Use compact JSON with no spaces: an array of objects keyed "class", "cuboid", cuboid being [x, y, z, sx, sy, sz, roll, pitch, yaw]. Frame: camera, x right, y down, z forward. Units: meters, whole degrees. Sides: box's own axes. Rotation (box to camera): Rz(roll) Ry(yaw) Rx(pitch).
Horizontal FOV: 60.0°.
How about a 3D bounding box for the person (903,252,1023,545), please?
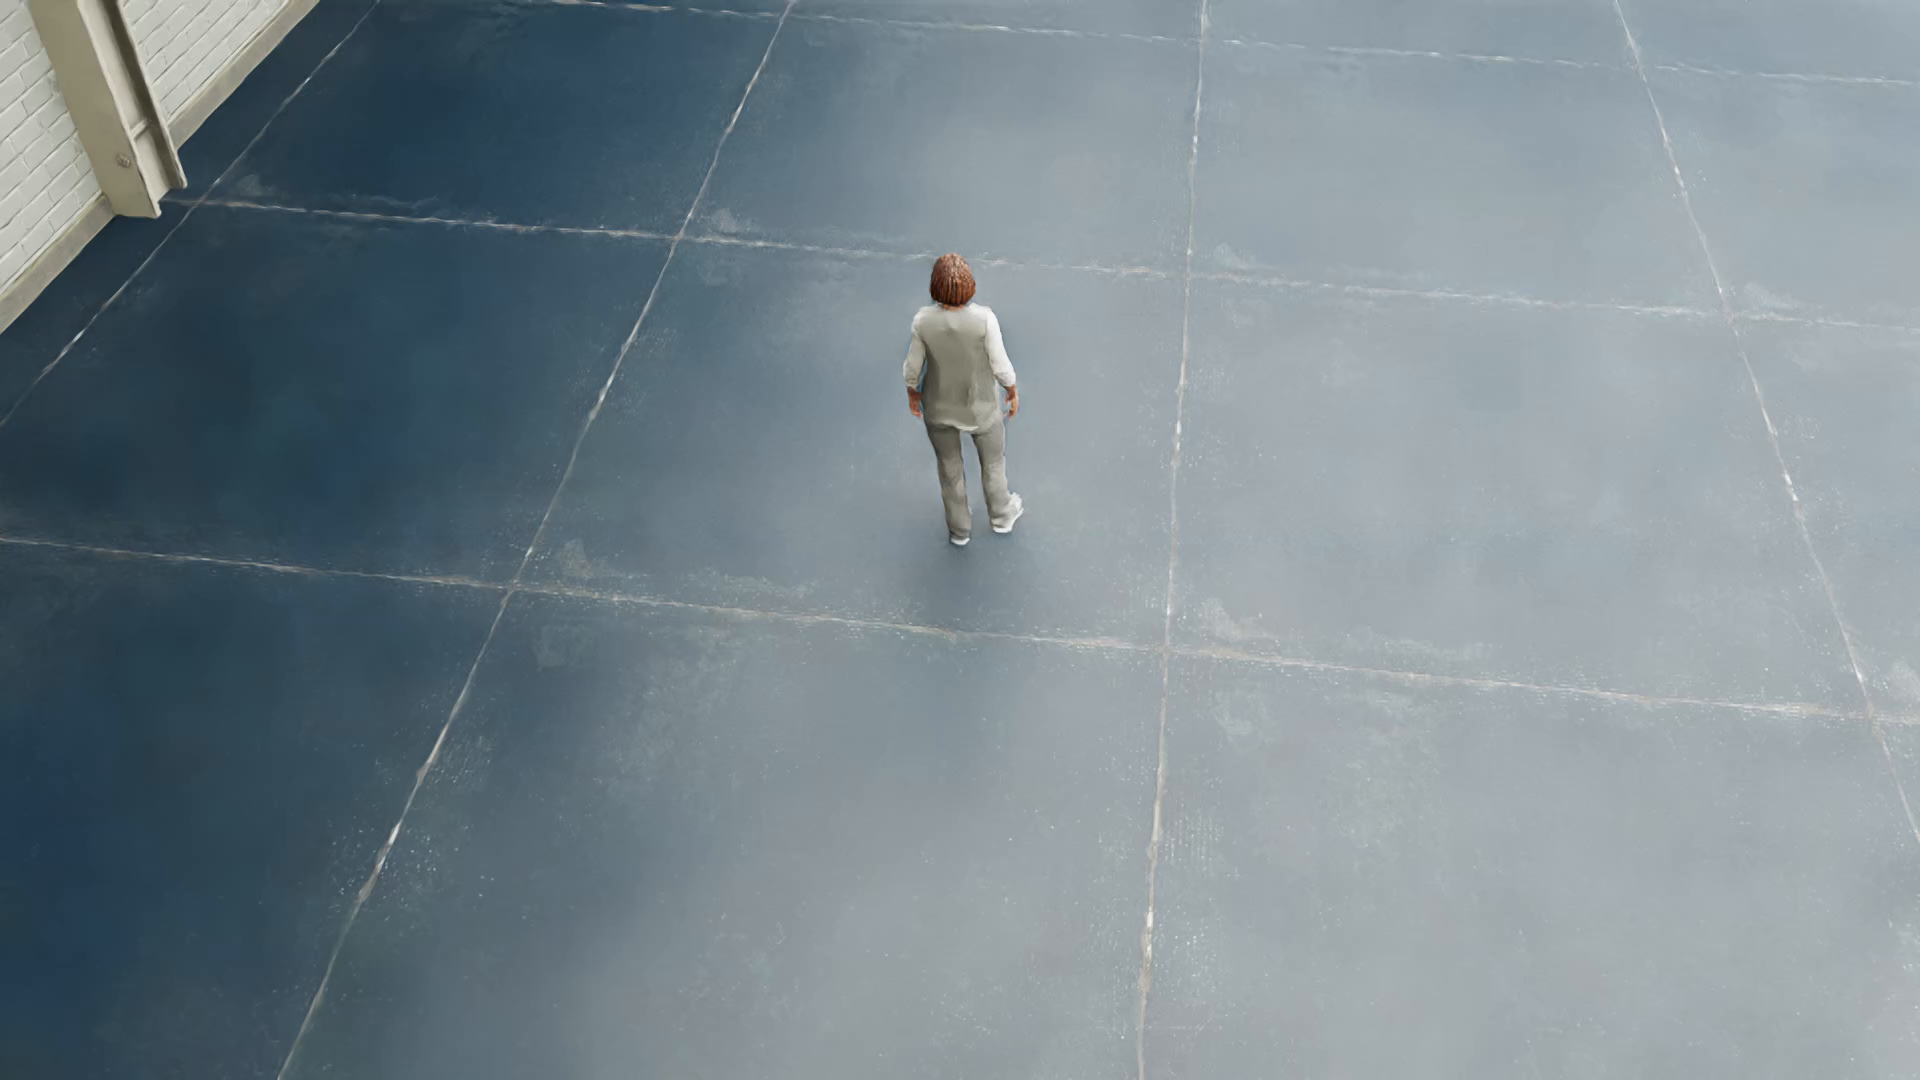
[{"class":"person","cuboid":[0.023,-0.642,7.399,0.521,1.597,0.474,5,43,6]}]
